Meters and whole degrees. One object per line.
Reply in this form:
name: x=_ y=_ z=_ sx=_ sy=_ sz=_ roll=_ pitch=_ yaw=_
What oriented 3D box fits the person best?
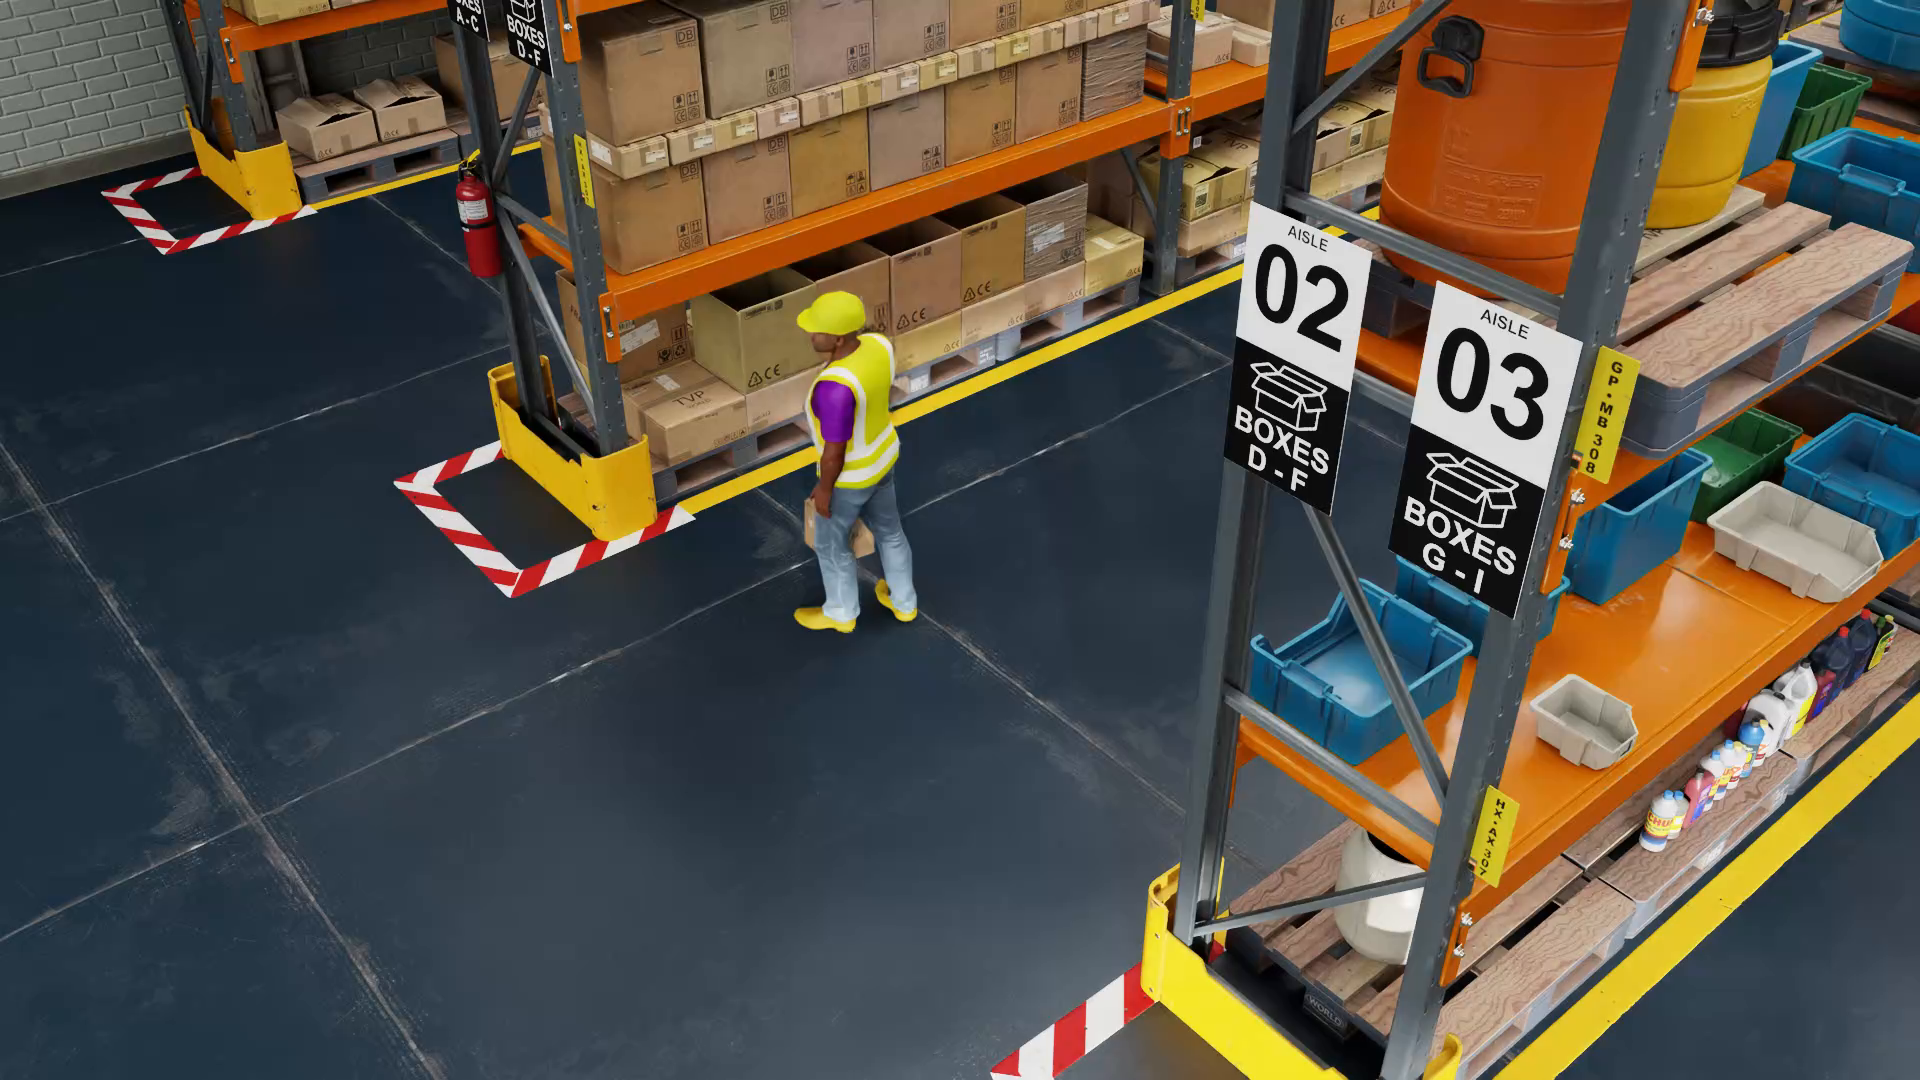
person: x=-0.495 y=-0.337 z=7.525 sx=0.547 sy=1.766 sz=0.574 roll=16 pitch=39 yaw=21
